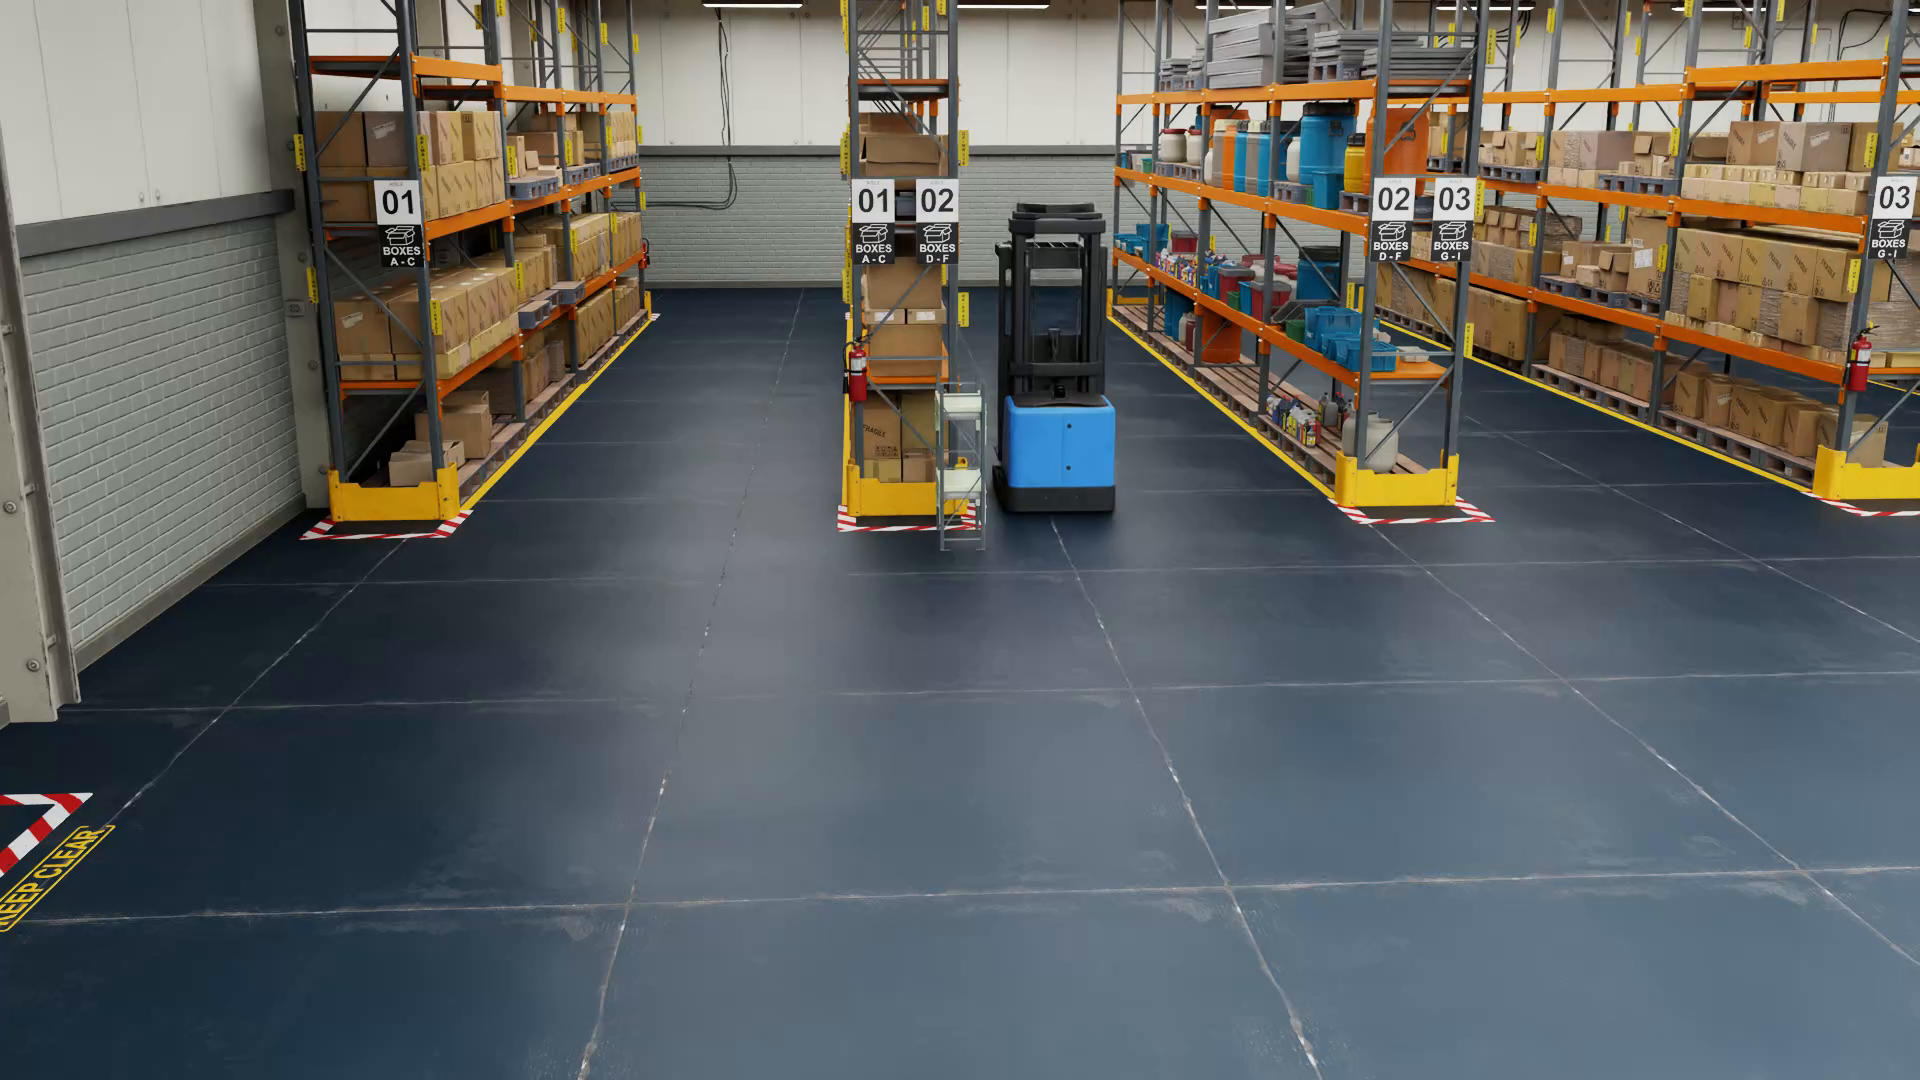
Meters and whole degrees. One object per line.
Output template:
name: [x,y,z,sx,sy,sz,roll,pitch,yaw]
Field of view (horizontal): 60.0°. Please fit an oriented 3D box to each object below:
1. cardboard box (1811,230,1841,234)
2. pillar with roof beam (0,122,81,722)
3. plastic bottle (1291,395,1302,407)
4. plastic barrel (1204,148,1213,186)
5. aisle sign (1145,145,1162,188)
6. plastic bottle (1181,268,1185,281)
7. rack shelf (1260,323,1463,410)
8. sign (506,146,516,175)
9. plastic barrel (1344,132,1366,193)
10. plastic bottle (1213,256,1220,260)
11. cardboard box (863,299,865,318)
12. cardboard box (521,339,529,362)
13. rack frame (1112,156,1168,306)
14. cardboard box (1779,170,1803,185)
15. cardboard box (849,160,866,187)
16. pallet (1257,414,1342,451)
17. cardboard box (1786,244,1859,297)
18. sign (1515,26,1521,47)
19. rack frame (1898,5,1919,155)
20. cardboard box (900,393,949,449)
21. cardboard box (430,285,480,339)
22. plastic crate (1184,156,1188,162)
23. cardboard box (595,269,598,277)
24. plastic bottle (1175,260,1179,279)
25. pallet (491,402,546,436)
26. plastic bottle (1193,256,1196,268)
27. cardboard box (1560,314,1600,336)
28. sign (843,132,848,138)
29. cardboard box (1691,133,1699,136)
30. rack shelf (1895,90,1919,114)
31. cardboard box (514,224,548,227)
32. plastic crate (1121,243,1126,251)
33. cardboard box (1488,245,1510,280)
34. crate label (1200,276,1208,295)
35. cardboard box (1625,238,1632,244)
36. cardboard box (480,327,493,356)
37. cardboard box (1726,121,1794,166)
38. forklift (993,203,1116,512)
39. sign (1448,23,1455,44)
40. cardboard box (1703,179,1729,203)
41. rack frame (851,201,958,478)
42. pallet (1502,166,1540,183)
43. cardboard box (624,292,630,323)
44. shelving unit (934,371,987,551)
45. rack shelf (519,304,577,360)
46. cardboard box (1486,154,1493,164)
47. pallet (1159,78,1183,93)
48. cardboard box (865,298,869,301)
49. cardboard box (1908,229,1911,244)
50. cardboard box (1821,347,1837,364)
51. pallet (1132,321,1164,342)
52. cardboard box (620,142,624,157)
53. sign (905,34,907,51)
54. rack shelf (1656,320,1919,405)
cardboard box: [13.878,-4.877,26.652,0.380,0.149,0.250,-2,15,-6]
pillar with roof beam: [-1.704,-3.303,10.029,9.100,9.000,0.400,-1,14,-3]
plastic bottle: [3.954,-1.536,19.632,0.144,0.351,0.185,-1,14,-3]
plastic barrel: [3.640,-5.230,23.314,0.421,0.512,0.421,0,14,0]
aisle sign: [3.719,-7.076,31.516,0.394,0.787,0.004,-1,14,-3]
plastic bottle: [3.430,-4.059,25.404,0.097,0.201,0.097,0,14,0]
rack shelf: [4.298,-1.965,18.310,1.077,0.370,4.000,-1,14,-3]
sign: [-5.173,-4.371,19.161,0.100,0.325,0.005,-1,14,-3]
plastic barrel: [4.225,-3.844,16.932,0.600,0.588,0.600,0,14,0]
plastic bottle: [4.088,-4.397,26.570,0.152,0.276,0.135,-1,14,-3]
cardboard box: [-1.008,-2.886,20.716,0.396,0.266,0.258,-1,14,-5]
cardboard box: [-5.843,-2.445,21.361,0.500,0.250,0.500,-1,14,-5]
rack frame: [3.431,-5.795,31.753,1.000,3.000,0.127,-1,14,-3]
cardboard box: [8.963,-3.853,17.687,0.380,0.149,0.250,-2,15,-6]
cardboard box: [-0.857,-3.674,16.666,0.500,0.250,0.500,-1,14,-3]
pallet: [4.174,-1.292,19.849,1.003,0.211,1.213,-1,14,-3]
cardboard box: [9.048,-2.826,17.410,0.500,0.500,0.500,-1,14,-3]
sign: [9.163,-8.284,27.354,0.100,0.325,0.005,-1,14,-3]
rack frame: [13.826,-6.839,23.770,1.000,3.000,0.127,-1,14,-3]
cardboard box: [-0.366,-1.236,17.205,0.500,0.500,0.500,-1,14,-3]
cardboard box: [-5.242,-2.338,17.073,0.500,0.500,0.500,-1,14,-5]
plastic crate: [3.875,-6.503,28.746,0.497,0.269,0.590,-1,14,-3]
cardboard box: [-5.872,-4.201,26.023,0.380,0.149,0.250,-1,14,-3]
plastic bottle: [3.385,-4.206,25.812,0.061,0.283,0.133,-1,14,-3]
pallet: [-5.764,-1.501,20.659,1.003,0.211,1.213,-1,14,-3]
plastic bottle: [3.902,-4.604,27.524,0.097,0.201,0.097,0,14,0]
cardboard box: [8.941,-3.081,23.835,0.500,0.250,0.500,0,14,-1]
sign: [-1.311,-4.580,19.341,0.100,0.325,0.005,-1,14,-3]
cardboard box: [13.181,-7.138,29.451,0.380,0.149,0.250,-1,14,-4]
rack shelf: [13.950,-5.799,21.976,1.077,0.370,4.000,-1,14,-3]
cardboard box: [-6.277,-4.455,24.204,0.500,0.250,0.500,-1,14,-5]
plastic crate: [3.097,-5.380,30.549,0.250,0.136,0.298,-1,14,-3]
cardboard box: [8.531,-4.302,25.751,0.500,0.500,0.500,-1,14,-5]
crate label: [3.578,-3.614,23.611,0.303,0.233,0.416,-1,14,-3]
cardboard box: [13.024,-5.716,31.948,0.380,0.149,0.250,-1,14,-4]
cardboard box: [-5.280,-2.108,17.682,0.500,0.250,0.500,-1,14,-3]
cardboard box: [9.400,-4.666,19.546,0.500,0.500,0.500,-1,14,-5]
forklift: [0.924,-2.001,17.145,1.130,2.935,3.031,-1,14,-2]
sign: [8.067,-8.309,27.290,0.100,0.325,0.005,-1,14,-3]
cardboard box: [8.928,-4.020,19.134,0.500,0.250,0.500,-1,14,-4]
rack frame: [-0.522,-1.740,15.994,1.000,3.000,0.127,-1,14,-3]
pallet: [8.777,-5.402,24.586,1.213,0.211,1.003,0,14,-1]
cardboard box: [-6.211,-4.080,29.262,0.700,0.500,0.500,-1,14,-2]
shelving unit: [0.000,-0.725,15.057,0.431,1.500,0.755,-1,14,-3]
rack shelf: [-5.838,-2.807,21.582,1.077,0.370,4.000,-1,14,-3]
cardboard box: [8.564,-6.038,26.340,0.380,0.149,0.250,-1,15,-6]
pallet: [3.760,-7.215,26.414,1.003,0.211,1.213,-1,14,-3]
cardboard box: [-0.783,-2.386,17.002,0.380,0.149,0.250,-1,14,-3]
cardboard box: [13.844,-4.354,23.945,0.700,0.500,0.500,-1,14,-4]
cardboard box: [9.127,-1.900,17.120,0.380,0.149,0.250,-1,14,-3]
pallet: [3.594,-3.632,28.942,1.003,0.211,1.213,-1,14,-3]
cardboard box: [-6.046,-6.709,28.545,0.500,0.250,0.500,-1,14,-5]
sign: [-0.958,-9.157,30.589,0.100,0.325,0.005,-1,14,-3]
rack shelf: [9.241,-2.041,18.607,1.077,0.370,4.000,-1,14,-3]
